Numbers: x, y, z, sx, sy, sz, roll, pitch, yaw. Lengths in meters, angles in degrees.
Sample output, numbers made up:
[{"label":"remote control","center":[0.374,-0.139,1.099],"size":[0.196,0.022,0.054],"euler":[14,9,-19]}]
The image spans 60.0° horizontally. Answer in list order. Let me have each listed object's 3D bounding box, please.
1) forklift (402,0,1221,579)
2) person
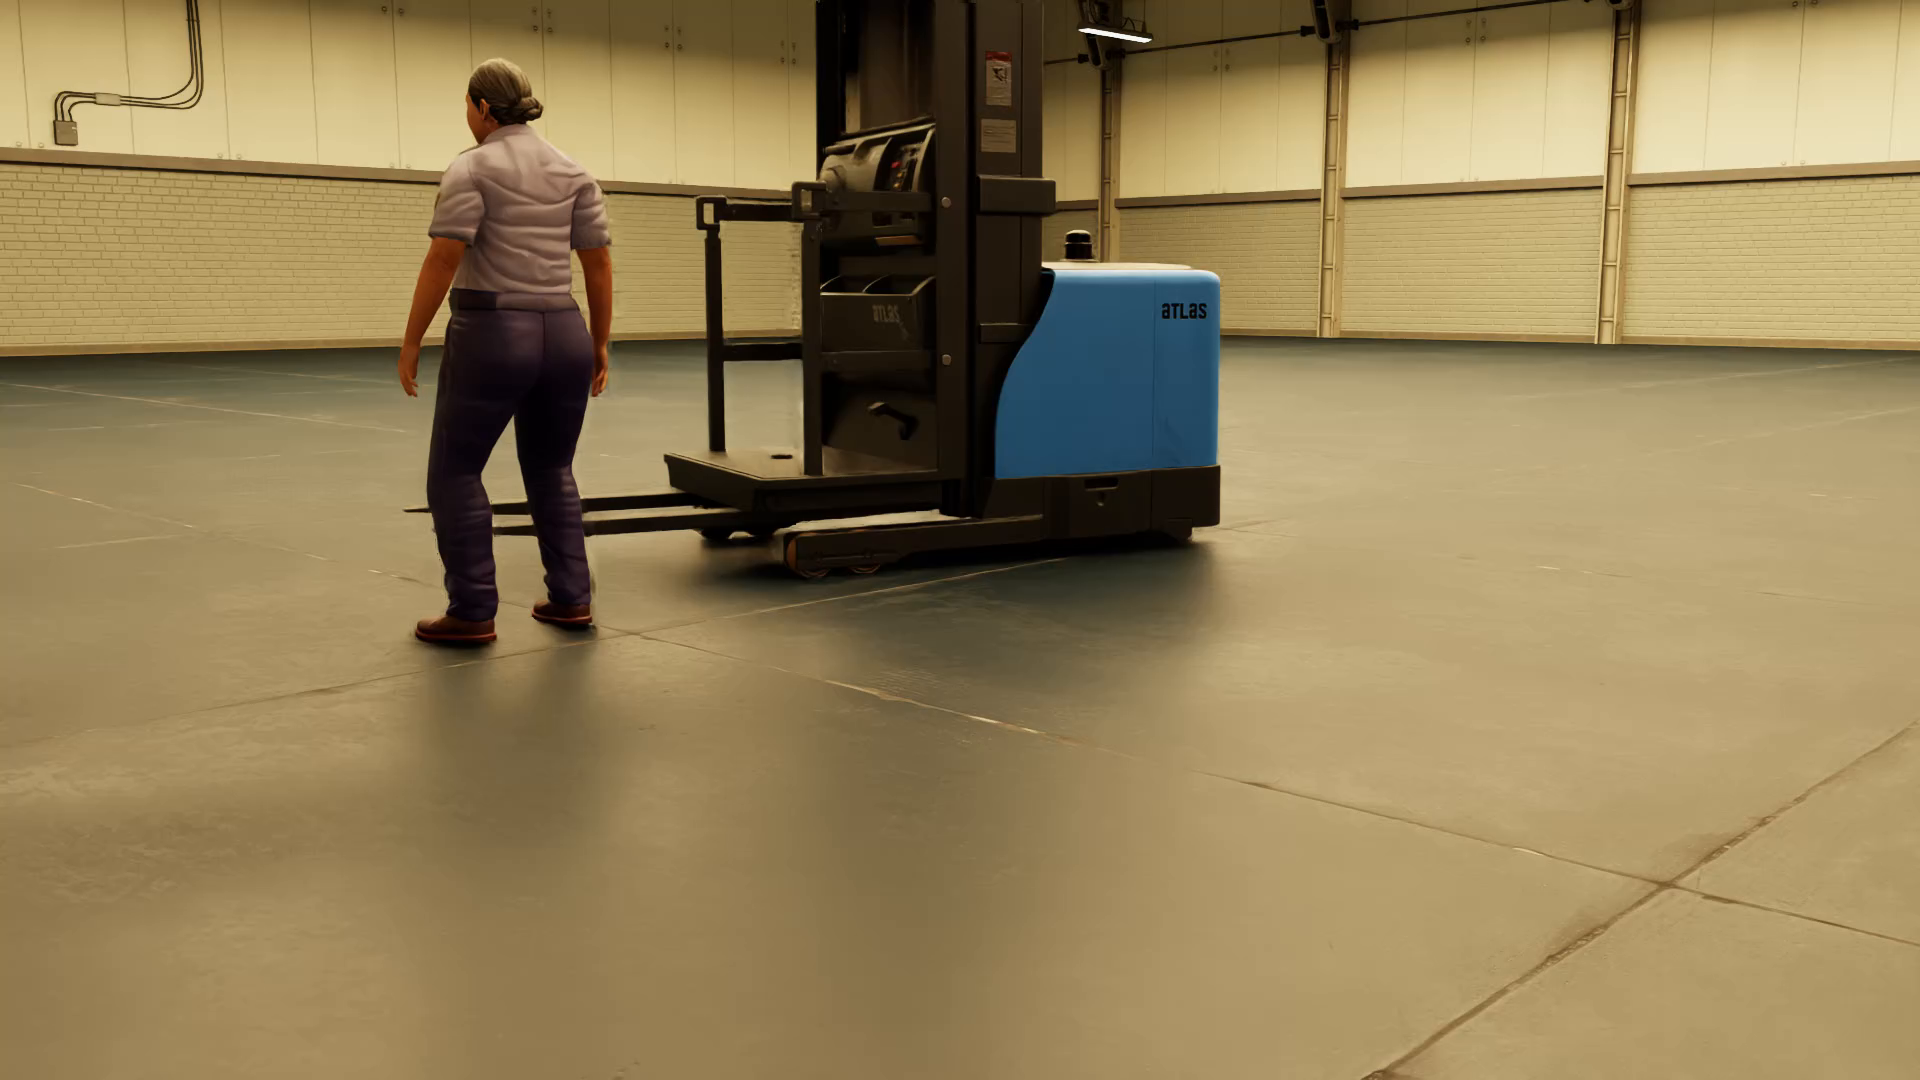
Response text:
[{"label":"forklift","center":[-0.508,-1.403,6.188],"size":[3.031,2.935,1.130],"euler":[-4,10,-28]},{"label":"person","center":[-1.303,-0.538,4.786],"size":[0.398,1.641,0.636],"euler":[8,12,42]}]
